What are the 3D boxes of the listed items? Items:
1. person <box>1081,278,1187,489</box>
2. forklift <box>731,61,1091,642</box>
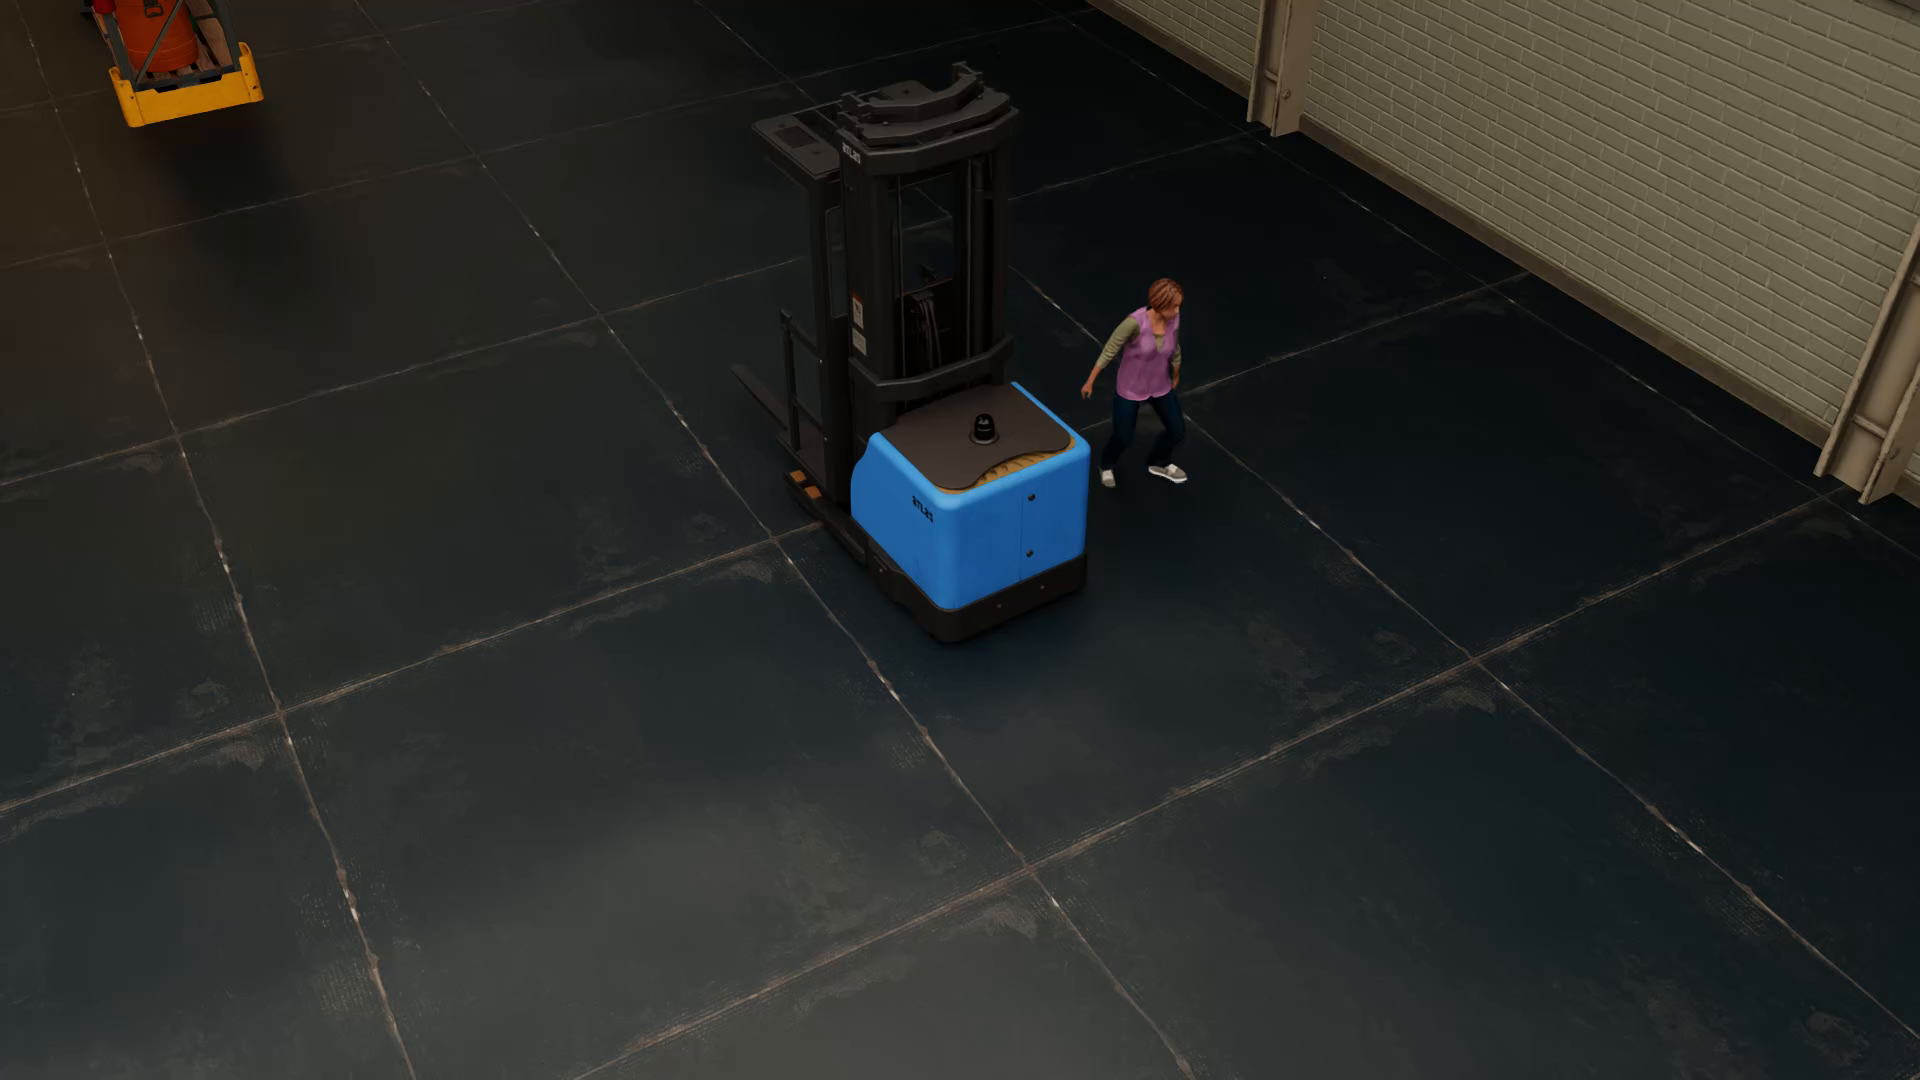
[{"bbox_3d":[1.099,-0.962,10.319,0.725,1.572,0.418,-12,41,-14],"label":"person"},{"bbox_3d":[-0.471,-1.455,9.790,1.130,2.935,3.031,-22,45,-25],"label":"forklift"}]
